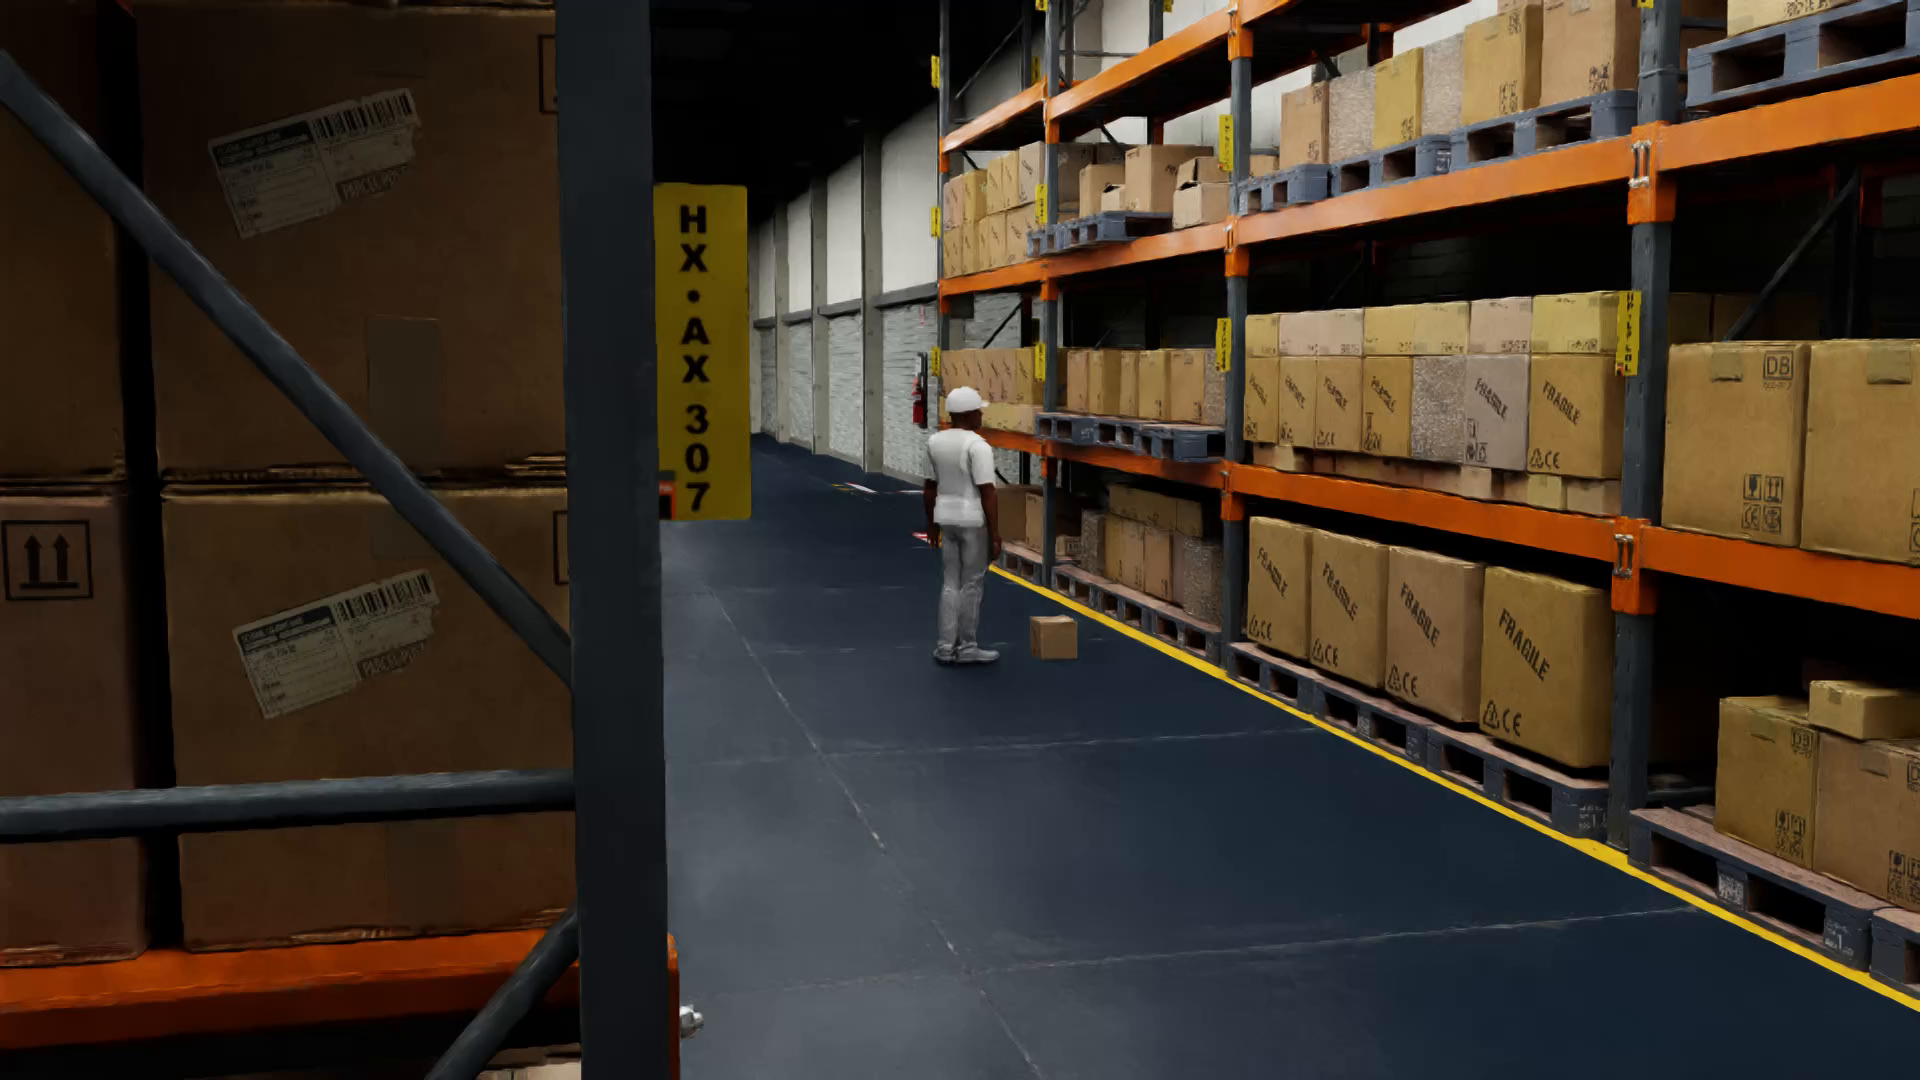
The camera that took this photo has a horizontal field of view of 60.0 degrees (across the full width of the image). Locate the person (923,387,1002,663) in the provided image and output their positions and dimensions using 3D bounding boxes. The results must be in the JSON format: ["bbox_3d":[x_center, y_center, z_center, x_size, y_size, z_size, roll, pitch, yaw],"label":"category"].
[{"bbox_3d":[0.009,-0.097,10.663,0.610,1.765,0.431,5,8,41],"label":"person"}]
